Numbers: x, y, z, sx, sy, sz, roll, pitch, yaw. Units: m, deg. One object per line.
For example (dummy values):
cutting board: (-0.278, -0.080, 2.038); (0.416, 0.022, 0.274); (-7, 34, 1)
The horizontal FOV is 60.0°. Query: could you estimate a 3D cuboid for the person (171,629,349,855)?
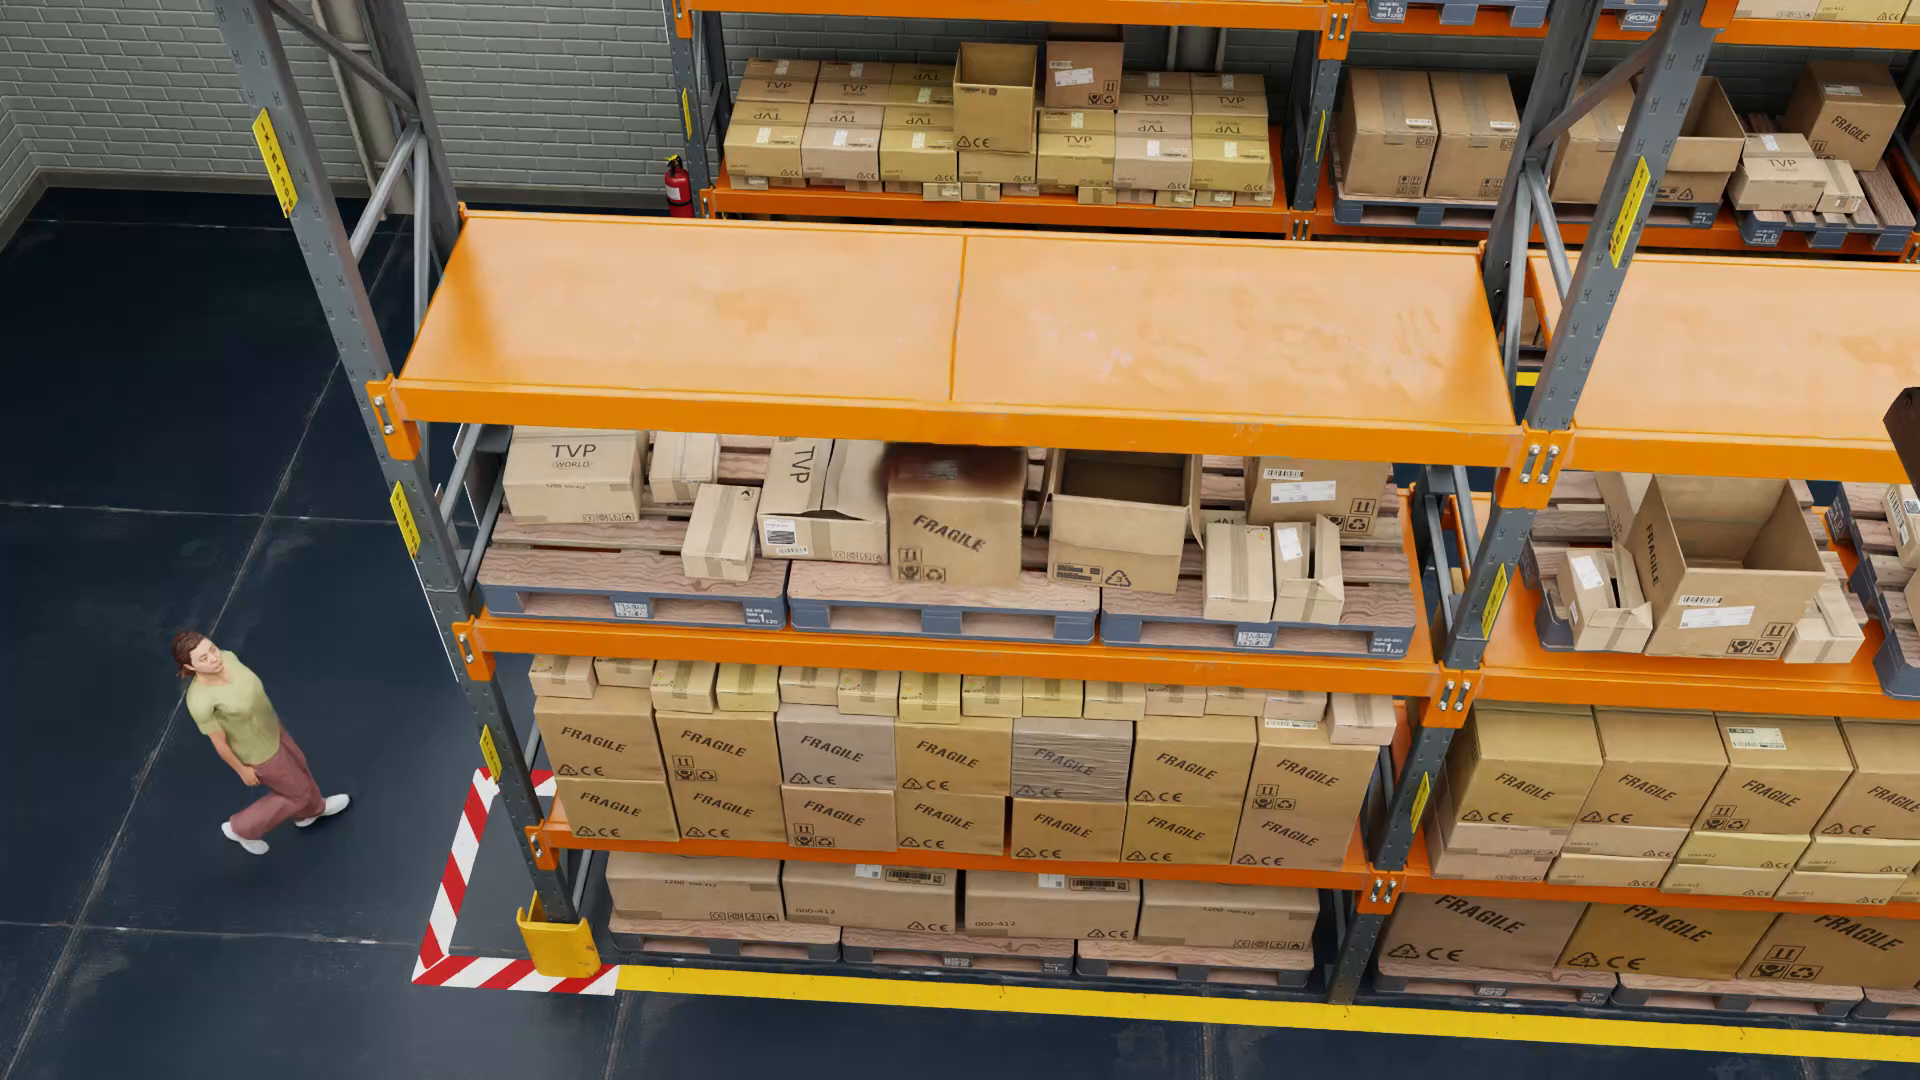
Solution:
person: (-3.702, 1.046, 8.664); (0.603, 1.657, 0.475); (-14, 49, -12)
